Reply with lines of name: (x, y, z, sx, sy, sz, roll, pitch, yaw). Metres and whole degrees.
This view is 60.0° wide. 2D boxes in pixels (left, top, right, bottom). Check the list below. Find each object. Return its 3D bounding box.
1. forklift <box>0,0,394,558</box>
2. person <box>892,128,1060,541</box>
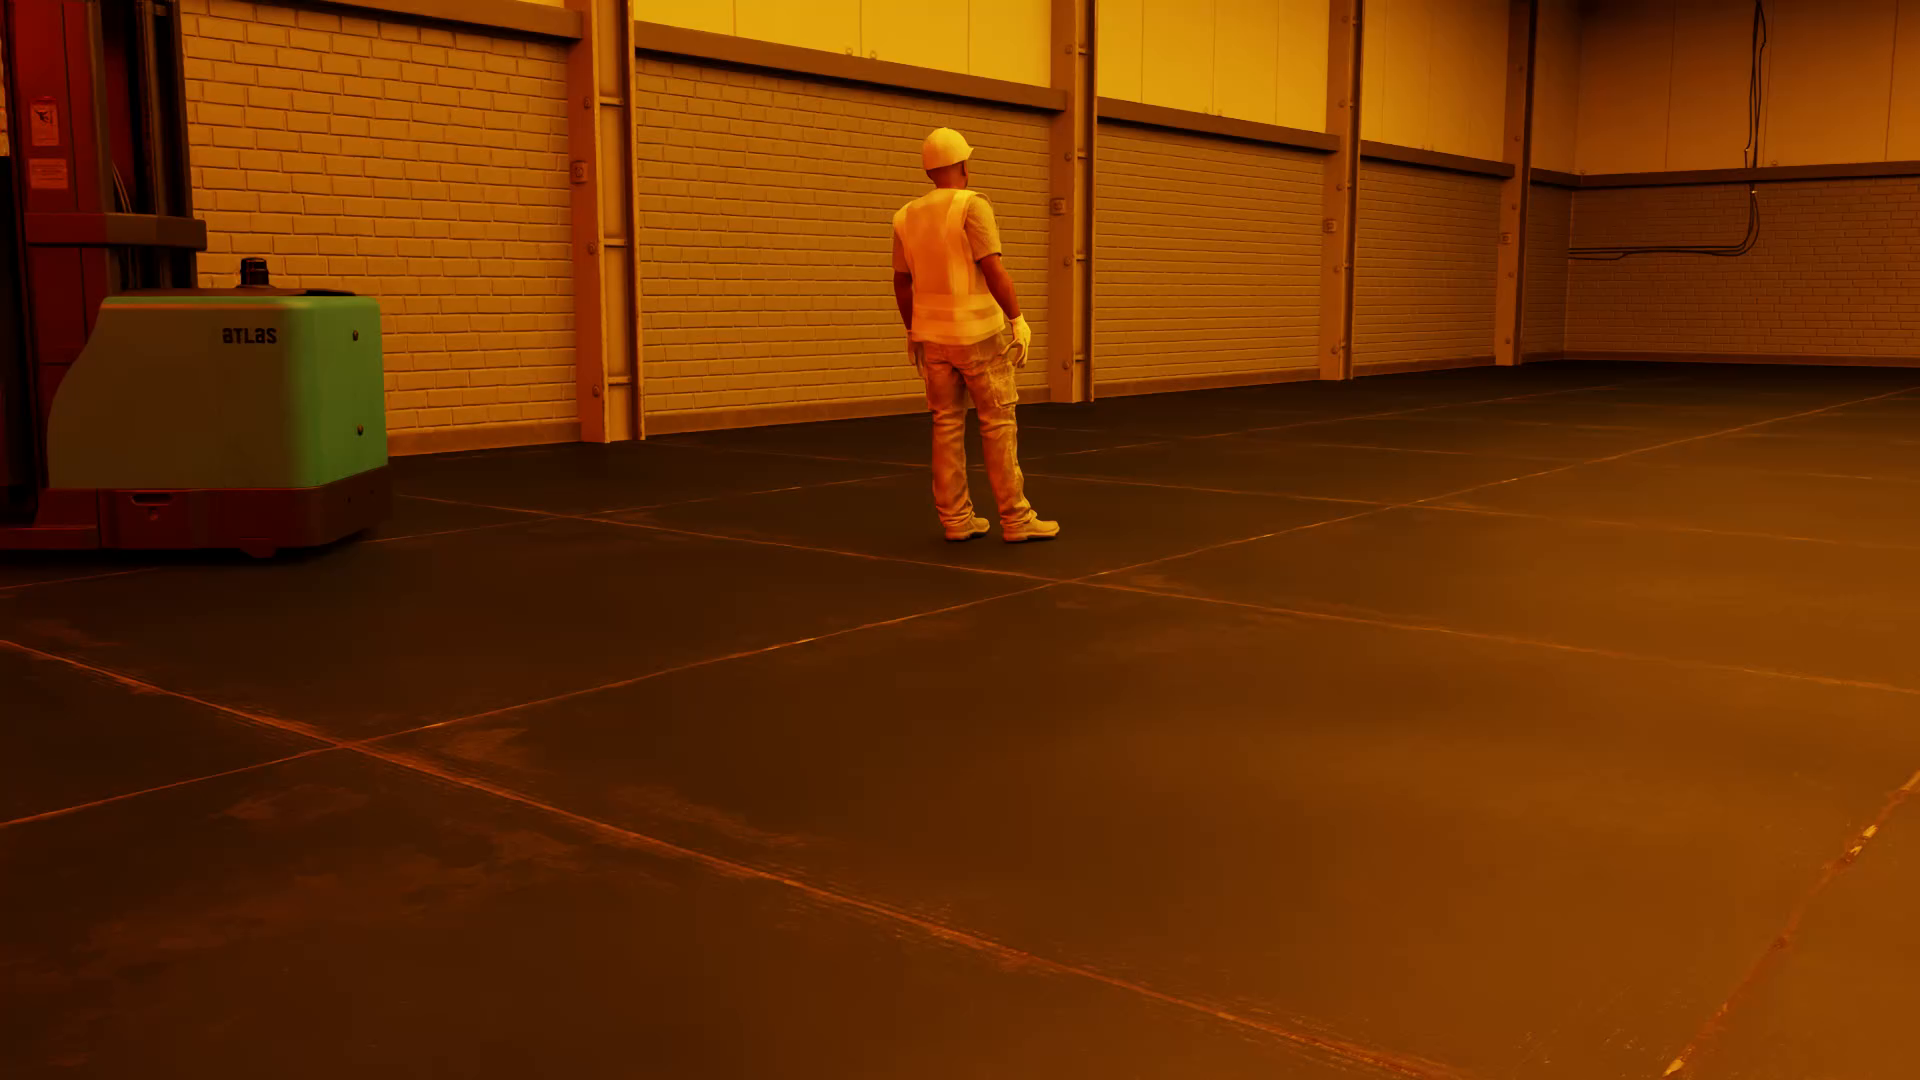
forklift: (-4.107, -1.419, 6.980, 3.031, 2.935, 1.130, 0, 8, -1)
person: (0.052, -0.896, 7.325, 0.656, 1.781, 0.577, 7, 11, 38)
